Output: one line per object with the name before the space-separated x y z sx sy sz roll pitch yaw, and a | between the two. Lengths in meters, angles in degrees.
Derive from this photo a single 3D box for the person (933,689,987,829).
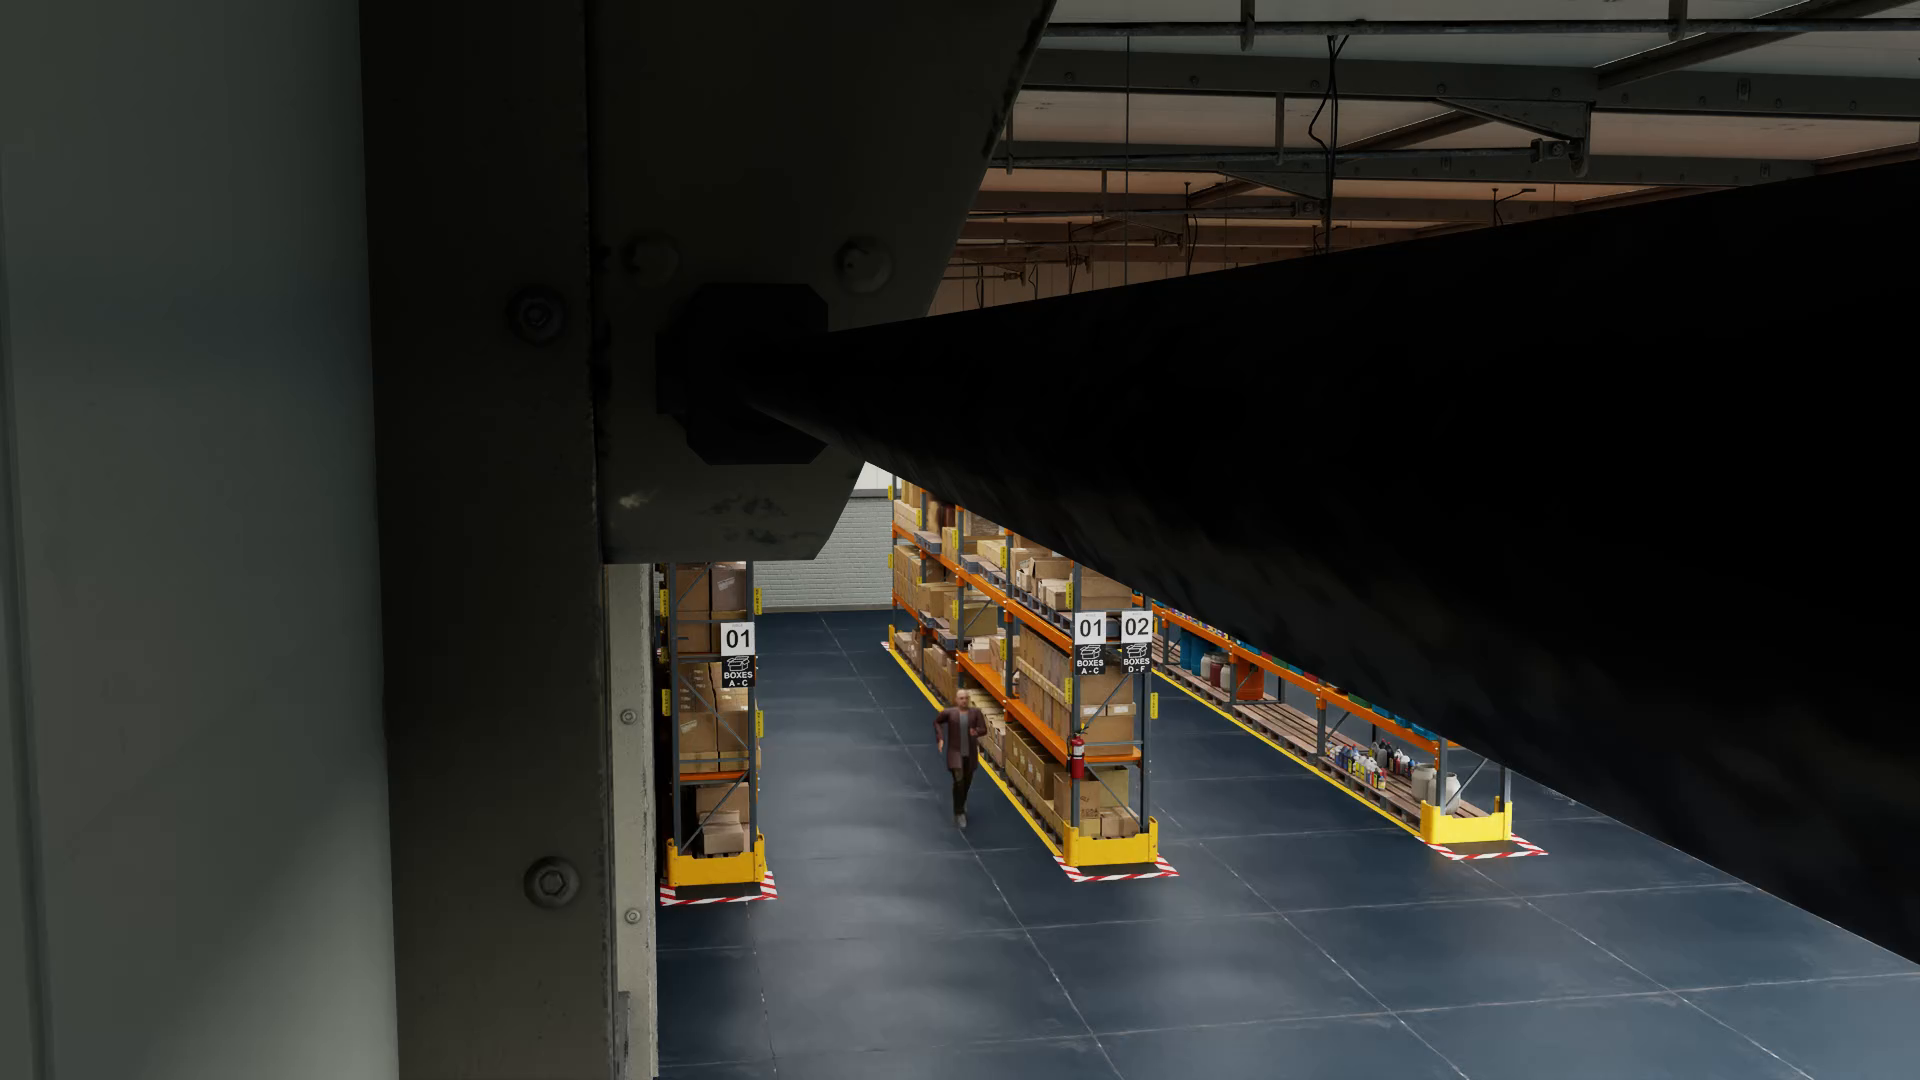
person | 0.023 2.964 22.897 0.677 1.835 0.909 -2 6 -16
